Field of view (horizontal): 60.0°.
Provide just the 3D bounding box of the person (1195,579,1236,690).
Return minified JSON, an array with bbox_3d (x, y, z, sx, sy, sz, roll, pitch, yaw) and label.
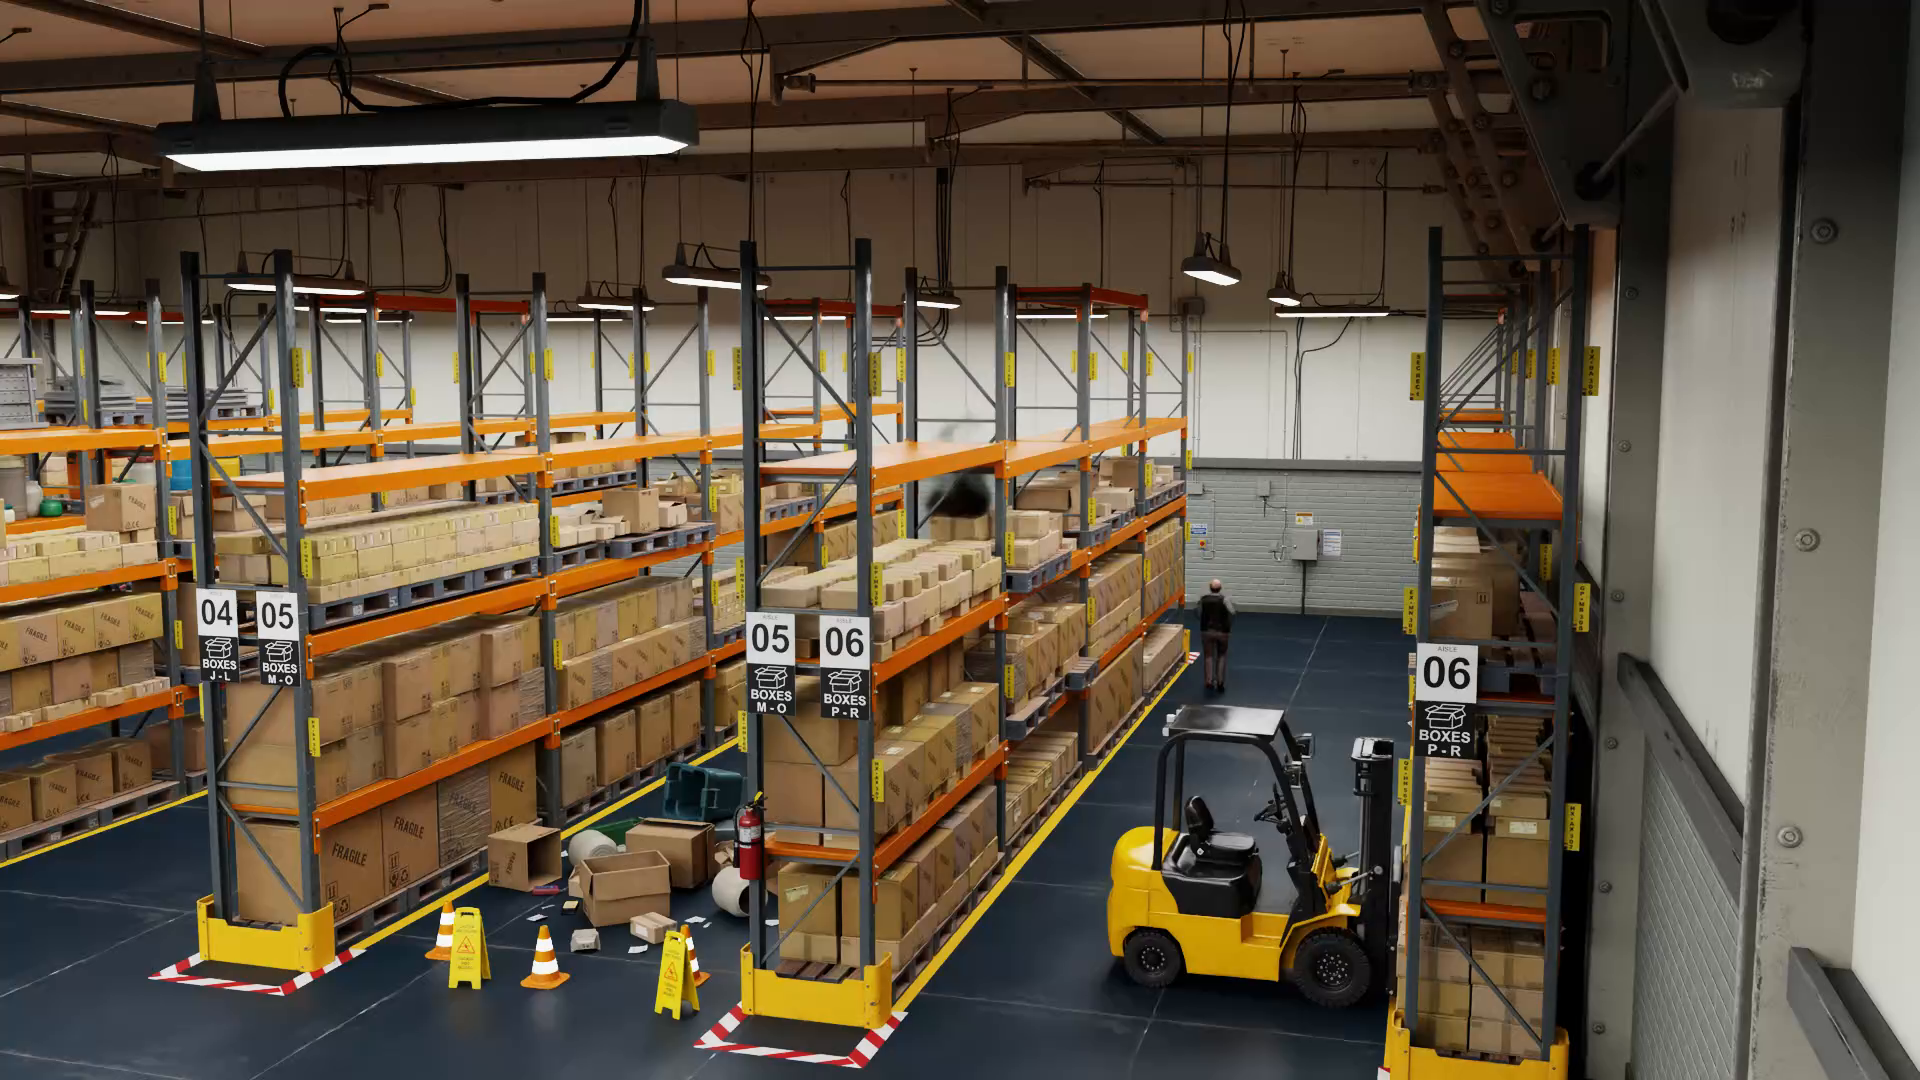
[{"bbox_3d":[3.903,1.478,25.420,0.641,1.783,0.727,1,7,12],"label":"person"}]
